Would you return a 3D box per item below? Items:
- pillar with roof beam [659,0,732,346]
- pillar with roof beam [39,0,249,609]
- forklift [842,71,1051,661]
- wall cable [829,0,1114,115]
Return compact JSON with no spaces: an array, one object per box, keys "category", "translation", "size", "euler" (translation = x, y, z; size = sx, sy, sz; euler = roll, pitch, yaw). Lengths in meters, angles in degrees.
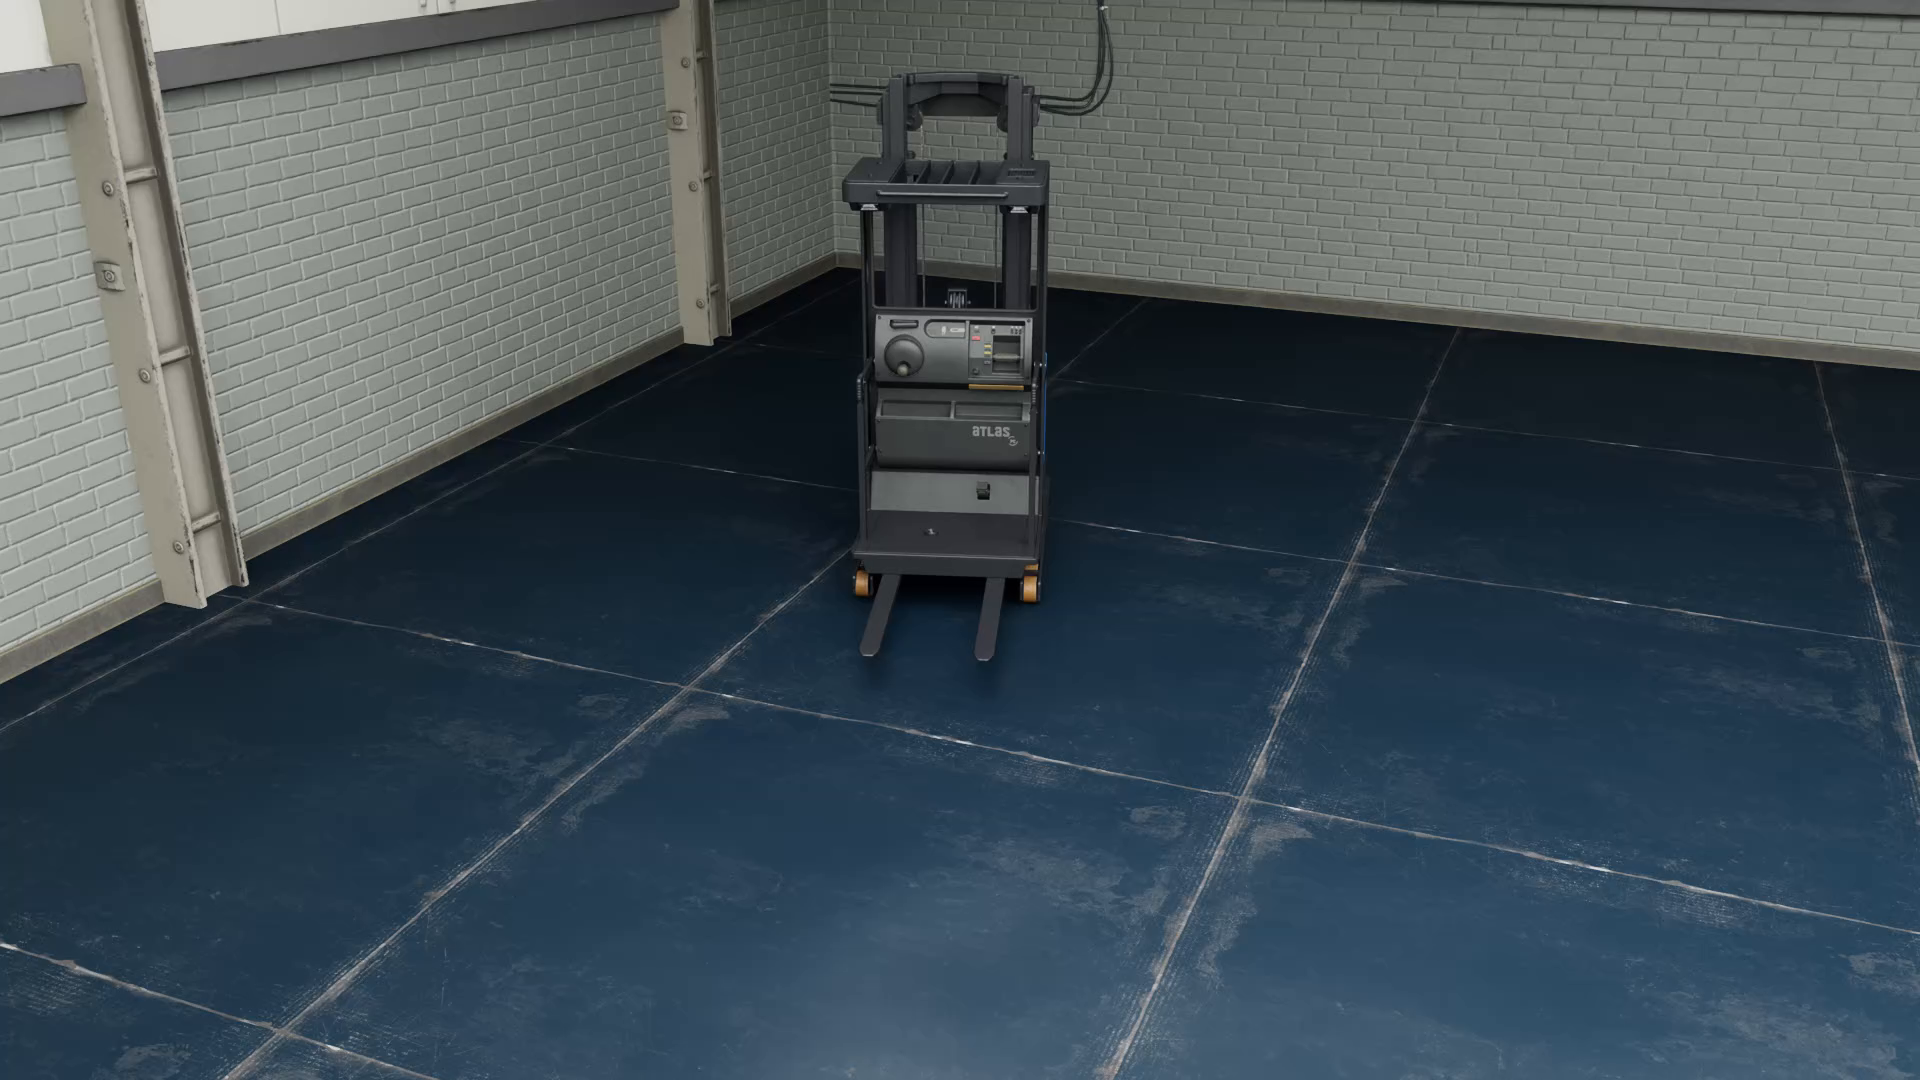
[{"category":"pillar with roof beam","translation":[1.691,-5.370,11.932],"size":[9.100,9.000,0.400],"euler":[9,24,20]},{"category":"pillar with roof beam","translation":[-0.538,-3.223,6.791],"size":[9.100,9.000,0.400],"euler":[9,24,20]},{"category":"forklift","translation":[-0.054,-1.112,9.608],"size":[1.130,2.935,3.031],"euler":[2,23,5]},{"category":"wall cable","translation":[0.016,-5.419,16.076],"size":[3.097,2.526,0.112],"euler":[9,24,20]}]
